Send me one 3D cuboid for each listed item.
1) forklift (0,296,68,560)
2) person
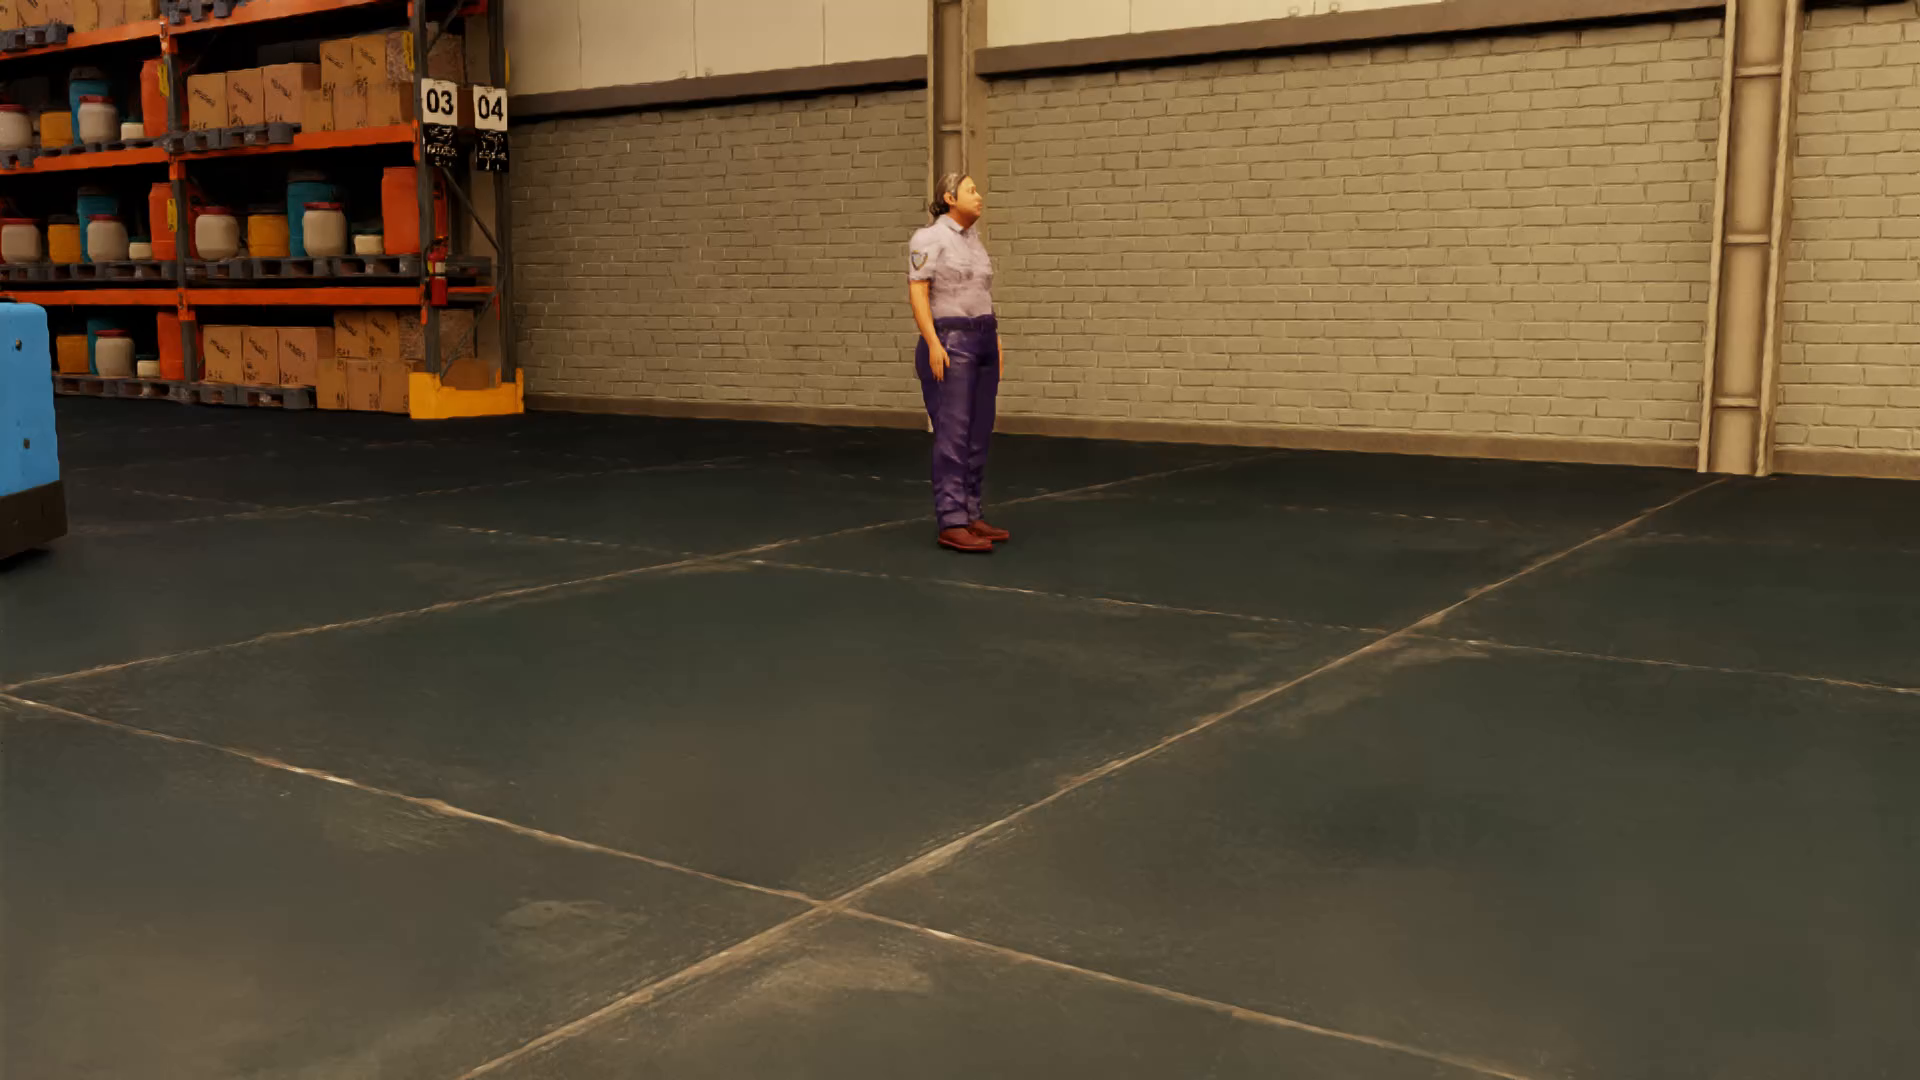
[{"bbox_3d":[-5.316,-1.307,6.387,3.031,2.935,1.130,-1,8,-10],"label":"forklift"},{"bbox_3d":[0.062,-0.813,7.418,0.502,1.650,0.599,5,10,34],"label":"person"}]
